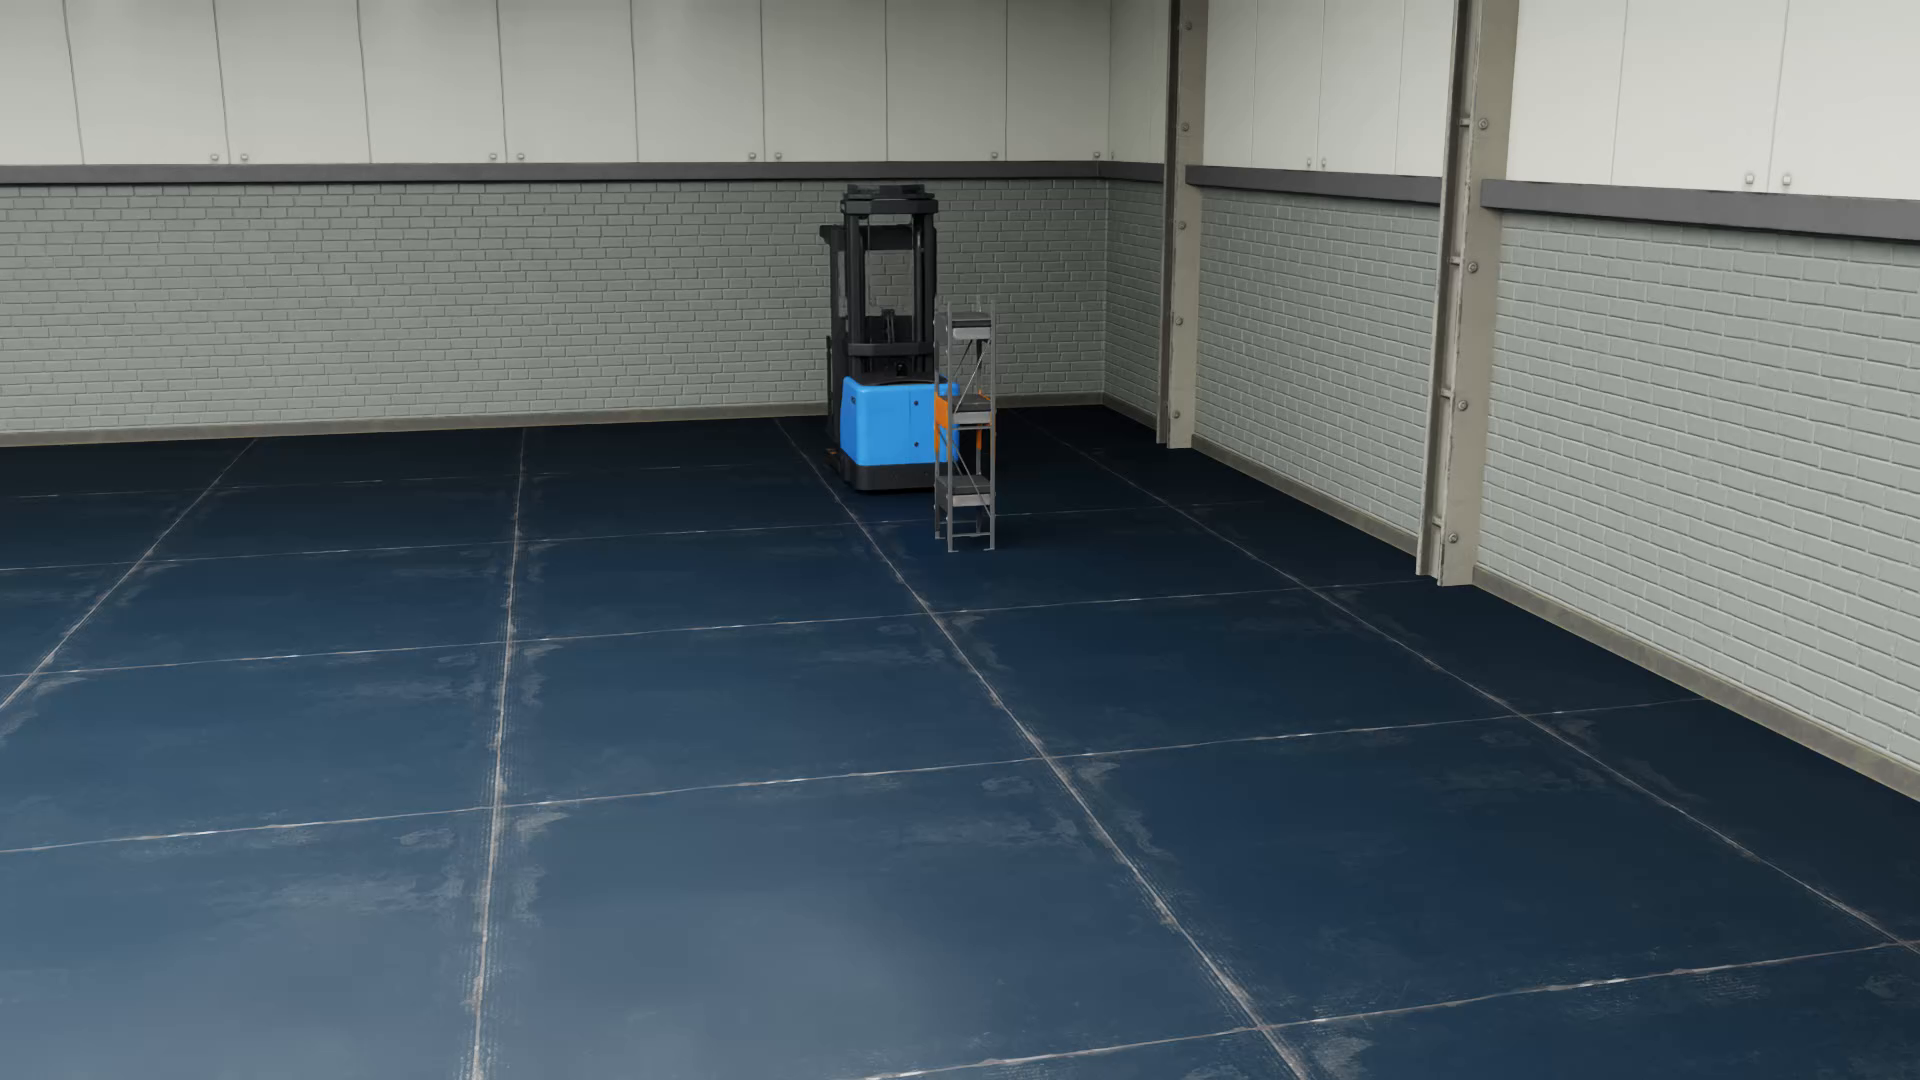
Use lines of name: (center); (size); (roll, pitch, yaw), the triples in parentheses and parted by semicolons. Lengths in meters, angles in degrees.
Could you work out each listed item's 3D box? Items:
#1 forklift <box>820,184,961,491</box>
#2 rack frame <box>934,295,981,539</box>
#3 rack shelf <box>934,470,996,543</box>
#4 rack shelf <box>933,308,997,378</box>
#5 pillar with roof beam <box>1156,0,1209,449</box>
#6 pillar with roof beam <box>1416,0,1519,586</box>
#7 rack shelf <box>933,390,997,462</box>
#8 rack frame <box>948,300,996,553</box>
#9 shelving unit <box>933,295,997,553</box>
forklift: (-0.835, -2.207, 17.286); (1.130, 2.935, 3.031); (-3, 14, -13)
rack frame: (-0.018, -1.038, 14.252); (0.400, 2.100, 0.015); (-3, 14, -13)
rack shelf: (0.039, -0.289, 14.191); (0.431, 0.518, 0.480); (-3, 14, -13)
rack shelf: (0.039, -1.649, 13.859); (0.431, 0.518, 0.480); (-3, 14, -13)
pillar with roof beam: (-1.749, -5.210, 16.790); (9.100, 9.000, 0.400); (-3, 14, -13)
pillar with roof beam: (-0.340, -3.825, 11.124); (9.100, 9.000, 0.400); (-3, 14, -13)
rack shelf: (0.039, -0.969, 14.025); (0.431, 0.518, 0.480); (-3, 14, -13)
rack frame: (0.096, -0.926, 13.791); (0.400, 2.100, 0.015); (-3, 14, -13)
shelving unit: (0.039, -0.982, 14.022); (0.431, 2.100, 0.503); (-3, 14, -13)
